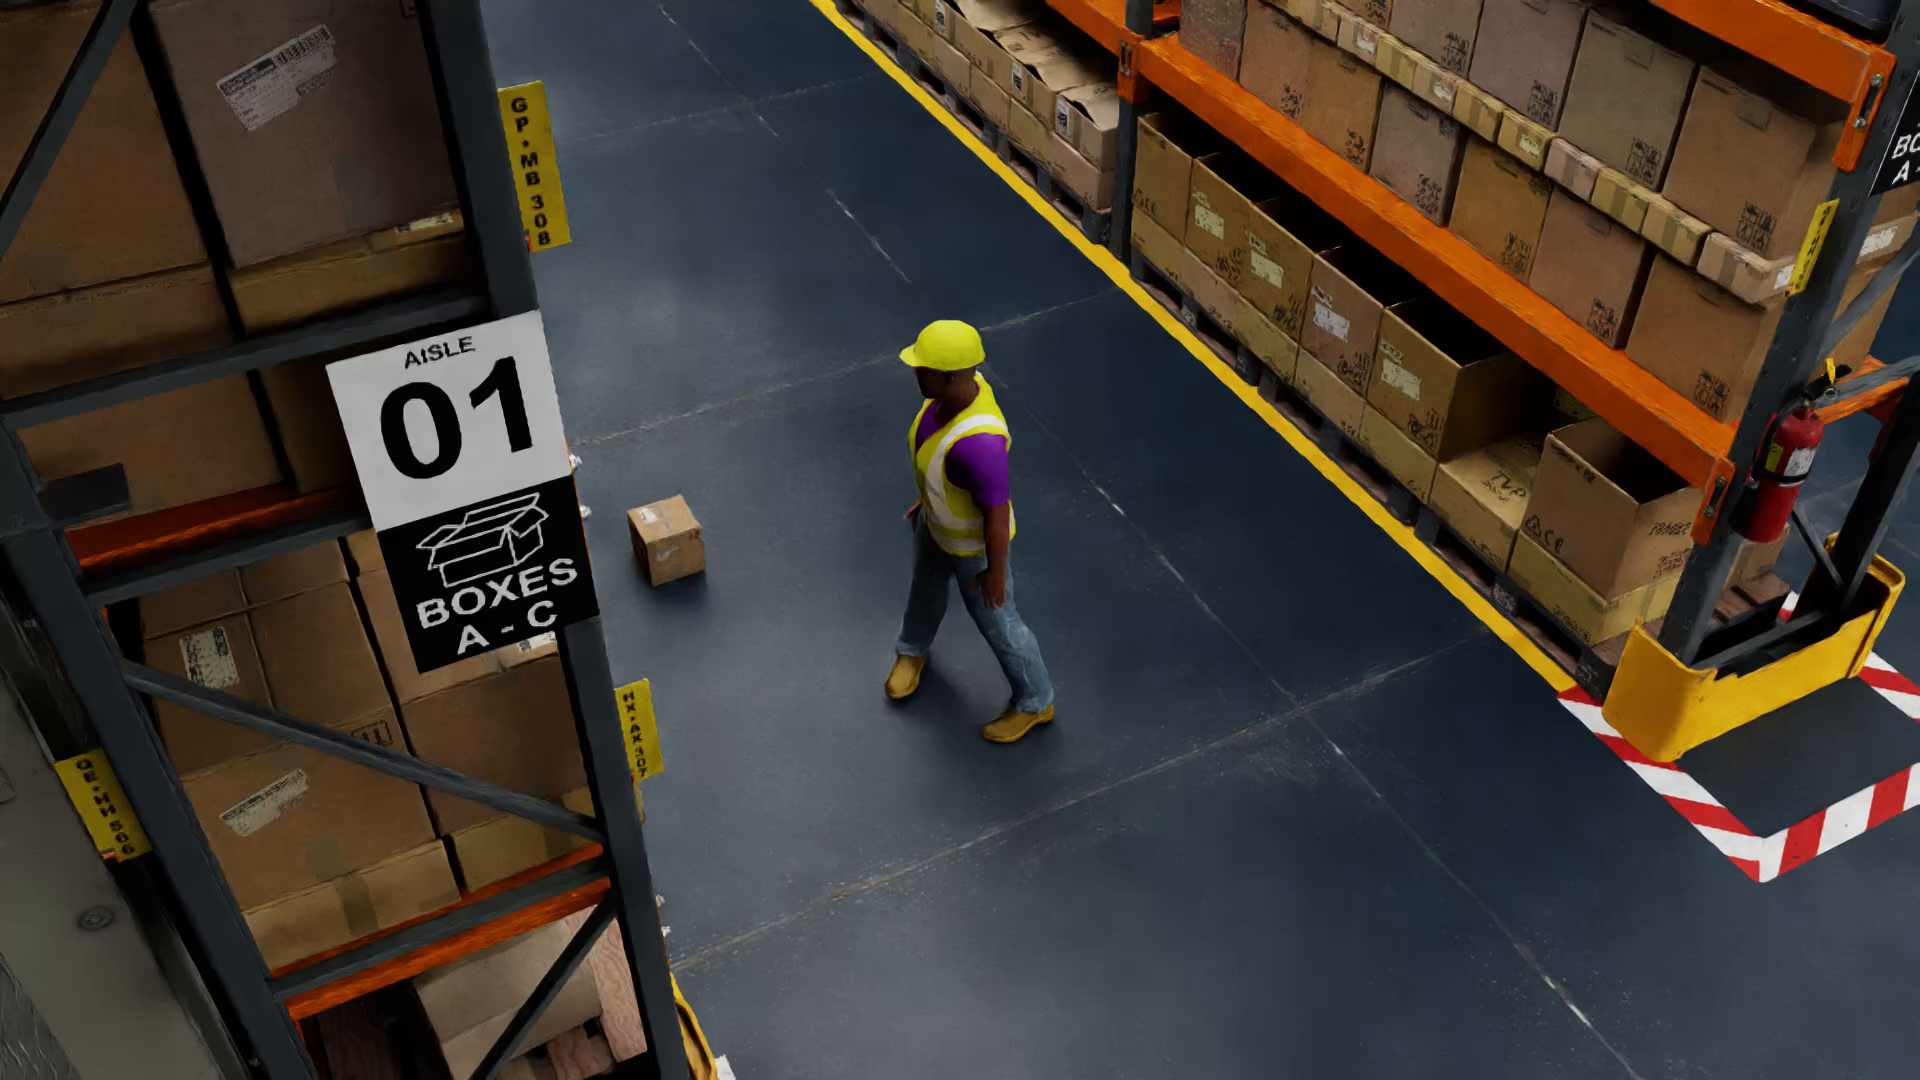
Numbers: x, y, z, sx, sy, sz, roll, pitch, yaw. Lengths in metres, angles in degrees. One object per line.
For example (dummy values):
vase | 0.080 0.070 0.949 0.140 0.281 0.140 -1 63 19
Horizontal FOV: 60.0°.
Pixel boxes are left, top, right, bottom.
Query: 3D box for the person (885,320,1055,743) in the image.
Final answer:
person | 0.015 -0.033 6.184 0.599 1.762 0.634 -14 43 -15
